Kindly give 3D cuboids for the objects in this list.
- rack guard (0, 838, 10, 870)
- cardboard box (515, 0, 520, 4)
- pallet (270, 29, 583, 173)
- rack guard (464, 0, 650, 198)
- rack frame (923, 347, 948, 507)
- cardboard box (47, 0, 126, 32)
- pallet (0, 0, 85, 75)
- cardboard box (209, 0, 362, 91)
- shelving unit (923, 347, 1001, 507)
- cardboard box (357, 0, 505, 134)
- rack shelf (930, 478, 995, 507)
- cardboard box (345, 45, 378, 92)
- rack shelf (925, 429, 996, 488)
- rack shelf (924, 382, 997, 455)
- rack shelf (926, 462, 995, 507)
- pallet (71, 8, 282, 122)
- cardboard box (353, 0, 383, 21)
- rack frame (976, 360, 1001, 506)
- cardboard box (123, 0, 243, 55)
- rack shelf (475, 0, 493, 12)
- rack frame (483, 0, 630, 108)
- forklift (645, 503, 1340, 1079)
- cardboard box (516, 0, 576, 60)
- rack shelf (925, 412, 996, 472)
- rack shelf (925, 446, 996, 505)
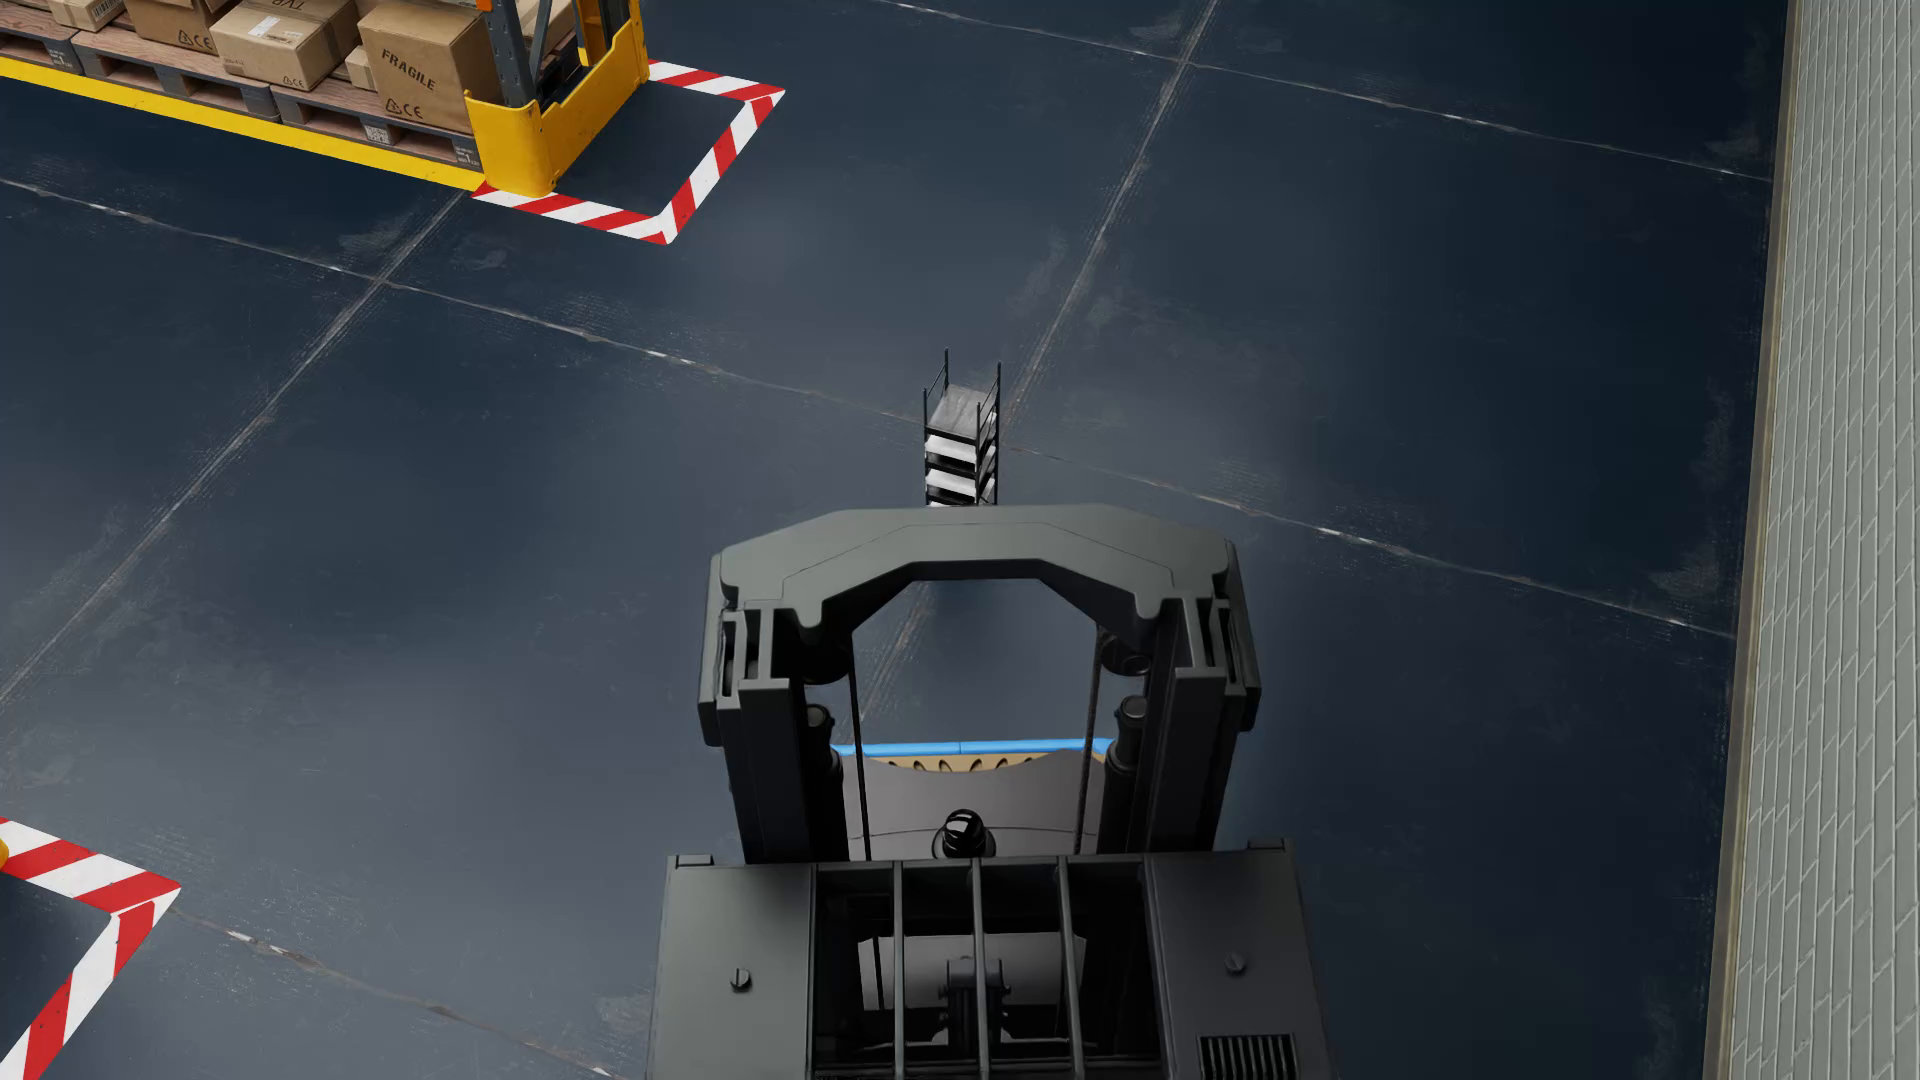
[{"bbox_3d":[-3.593,1.263,5.191,0.348,0.500,1.175,16,51,13],"label":"rack guard"},{"bbox_3d":[-2.408,-2.698,8.553,0.250,0.166,0.380,16,51,13],"label":"cardboard box"},{"bbox_3d":[-2.720,-2.377,8.538,1.213,0.211,1.003,16,51,13],"label":"pallet"},{"bbox_3d":[-1.971,-2.264,8.248,0.348,0.500,1.175,16,51,13],"label":"rack guard"},{"bbox_3d":[-0.088,-0.319,6.298,0.006,0.900,0.240,16,51,13],"label":"rack frame"},{"bbox_3d":[-4.519,-2.844,8.680,0.250,0.166,0.380,16,51,13],"label":"cardboard box"},{"bbox_3d":[-5.008,-3.016,9.091,1.213,0.211,1.003,16,51,13],"label":"pallet"},{"bbox_3d":[-3.376,-2.544,8.365,0.500,0.250,0.500,16,51,13],"label":"cardboard box"},{"bbox_3d":[0.008,-0.293,6.275,0.210,0.900,0.258,16,51,13],"label":"shelving unit"},{"bbox_3d":[-2.495,-2.356,8.036,0.500,0.500,0.500,16,51,13],"label":"cardboard box"},{"bbox_3d":[0.008,-0.153,6.436,0.200,0.077,0.258,16,51,13],"label":"rack shelf"},{"bbox_3d":[-2.844,-2.416,8.310,0.250,0.166,0.380,16,51,13],"label":"cardboard box"},{"bbox_3d":[0.008,-0.330,6.232,0.200,0.077,0.258,16,51,13],"label":"rack shelf"},{"bbox_3d":[0.008,-0.448,6.096,0.200,0.077,0.258,16,51,13],"label":"rack shelf"},{"bbox_3d":[0.008,-0.212,6.368,0.200,0.077,0.258,16,51,13],"label":"rack shelf"},{"bbox_3d":[-3.860,-2.698,8.815,1.213,0.211,1.003,16,51,13],"label":"pallet"},{"bbox_3d":[-2.781,-2.781,8.570,0.500,0.250,0.500,16,51,13],"label":"cardboard box"},{"bbox_3d":[0.103,-0.266,6.252,0.006,0.900,0.240,16,51,13],"label":"rack frame"},{"bbox_3d":[-3.888,-2.948,8.548,0.637,0.503,0.797,16,51,13],"label":"cardboard box"},{"bbox_3d":[-3.776,-3.351,8.012,4.000,0.370,1.077,16,51,13],"label":"rack shelf"},{"bbox_3d":[-1.900,-3.063,7.286,0.127,3.000,1.000,16,51,13],"label":"rack frame"},{"bbox_3d":[0.047,1.431,3.437,1.130,2.935,3.031,-1,49,-1],"label":"forklift"},{"bbox_3d":[-2.174,-2.626,8.503,0.250,0.149,0.380,16,51,13],"label":"cardboard box"},{"bbox_3d":[0.008,-0.389,6.164,0.200,0.077,0.258,16,51,13],"label":"rack shelf"},{"bbox_3d":[0.008,-0.271,6.300,0.200,0.077,0.258,16,51,13],"label":"rack shelf"}]
